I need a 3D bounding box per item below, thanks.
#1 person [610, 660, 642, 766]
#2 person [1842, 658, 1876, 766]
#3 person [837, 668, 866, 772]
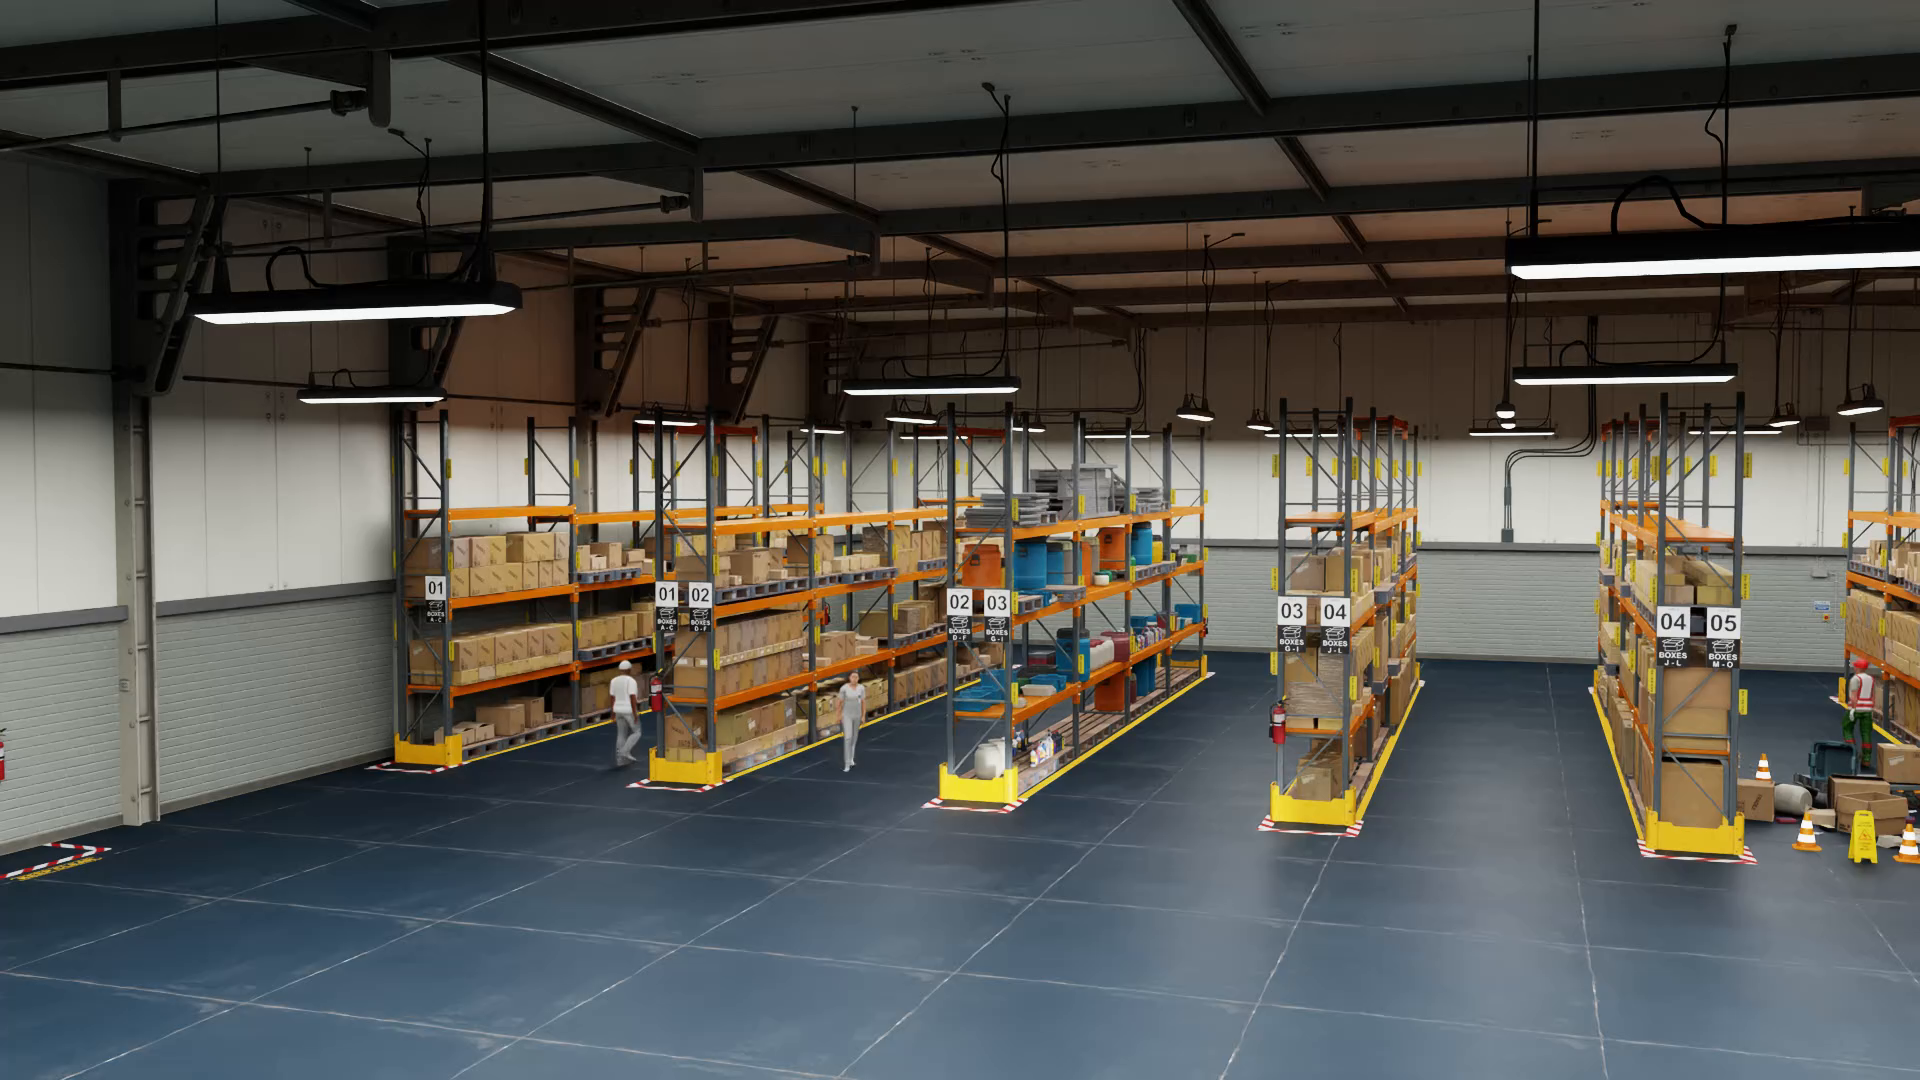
[{"bbox_3d":[-5.669,2.913,28.061,0.608,1.754,0.503,1,3,27],"label":"person"},{"bbox_3d":[15.241,2.914,28.089,0.523,1.806,0.538,0,2,4],"label":"person"},{"bbox_3d":[-1.810,3.011,27.779,0.469,1.705,0.667,-1,3,-26],"label":"person"}]
